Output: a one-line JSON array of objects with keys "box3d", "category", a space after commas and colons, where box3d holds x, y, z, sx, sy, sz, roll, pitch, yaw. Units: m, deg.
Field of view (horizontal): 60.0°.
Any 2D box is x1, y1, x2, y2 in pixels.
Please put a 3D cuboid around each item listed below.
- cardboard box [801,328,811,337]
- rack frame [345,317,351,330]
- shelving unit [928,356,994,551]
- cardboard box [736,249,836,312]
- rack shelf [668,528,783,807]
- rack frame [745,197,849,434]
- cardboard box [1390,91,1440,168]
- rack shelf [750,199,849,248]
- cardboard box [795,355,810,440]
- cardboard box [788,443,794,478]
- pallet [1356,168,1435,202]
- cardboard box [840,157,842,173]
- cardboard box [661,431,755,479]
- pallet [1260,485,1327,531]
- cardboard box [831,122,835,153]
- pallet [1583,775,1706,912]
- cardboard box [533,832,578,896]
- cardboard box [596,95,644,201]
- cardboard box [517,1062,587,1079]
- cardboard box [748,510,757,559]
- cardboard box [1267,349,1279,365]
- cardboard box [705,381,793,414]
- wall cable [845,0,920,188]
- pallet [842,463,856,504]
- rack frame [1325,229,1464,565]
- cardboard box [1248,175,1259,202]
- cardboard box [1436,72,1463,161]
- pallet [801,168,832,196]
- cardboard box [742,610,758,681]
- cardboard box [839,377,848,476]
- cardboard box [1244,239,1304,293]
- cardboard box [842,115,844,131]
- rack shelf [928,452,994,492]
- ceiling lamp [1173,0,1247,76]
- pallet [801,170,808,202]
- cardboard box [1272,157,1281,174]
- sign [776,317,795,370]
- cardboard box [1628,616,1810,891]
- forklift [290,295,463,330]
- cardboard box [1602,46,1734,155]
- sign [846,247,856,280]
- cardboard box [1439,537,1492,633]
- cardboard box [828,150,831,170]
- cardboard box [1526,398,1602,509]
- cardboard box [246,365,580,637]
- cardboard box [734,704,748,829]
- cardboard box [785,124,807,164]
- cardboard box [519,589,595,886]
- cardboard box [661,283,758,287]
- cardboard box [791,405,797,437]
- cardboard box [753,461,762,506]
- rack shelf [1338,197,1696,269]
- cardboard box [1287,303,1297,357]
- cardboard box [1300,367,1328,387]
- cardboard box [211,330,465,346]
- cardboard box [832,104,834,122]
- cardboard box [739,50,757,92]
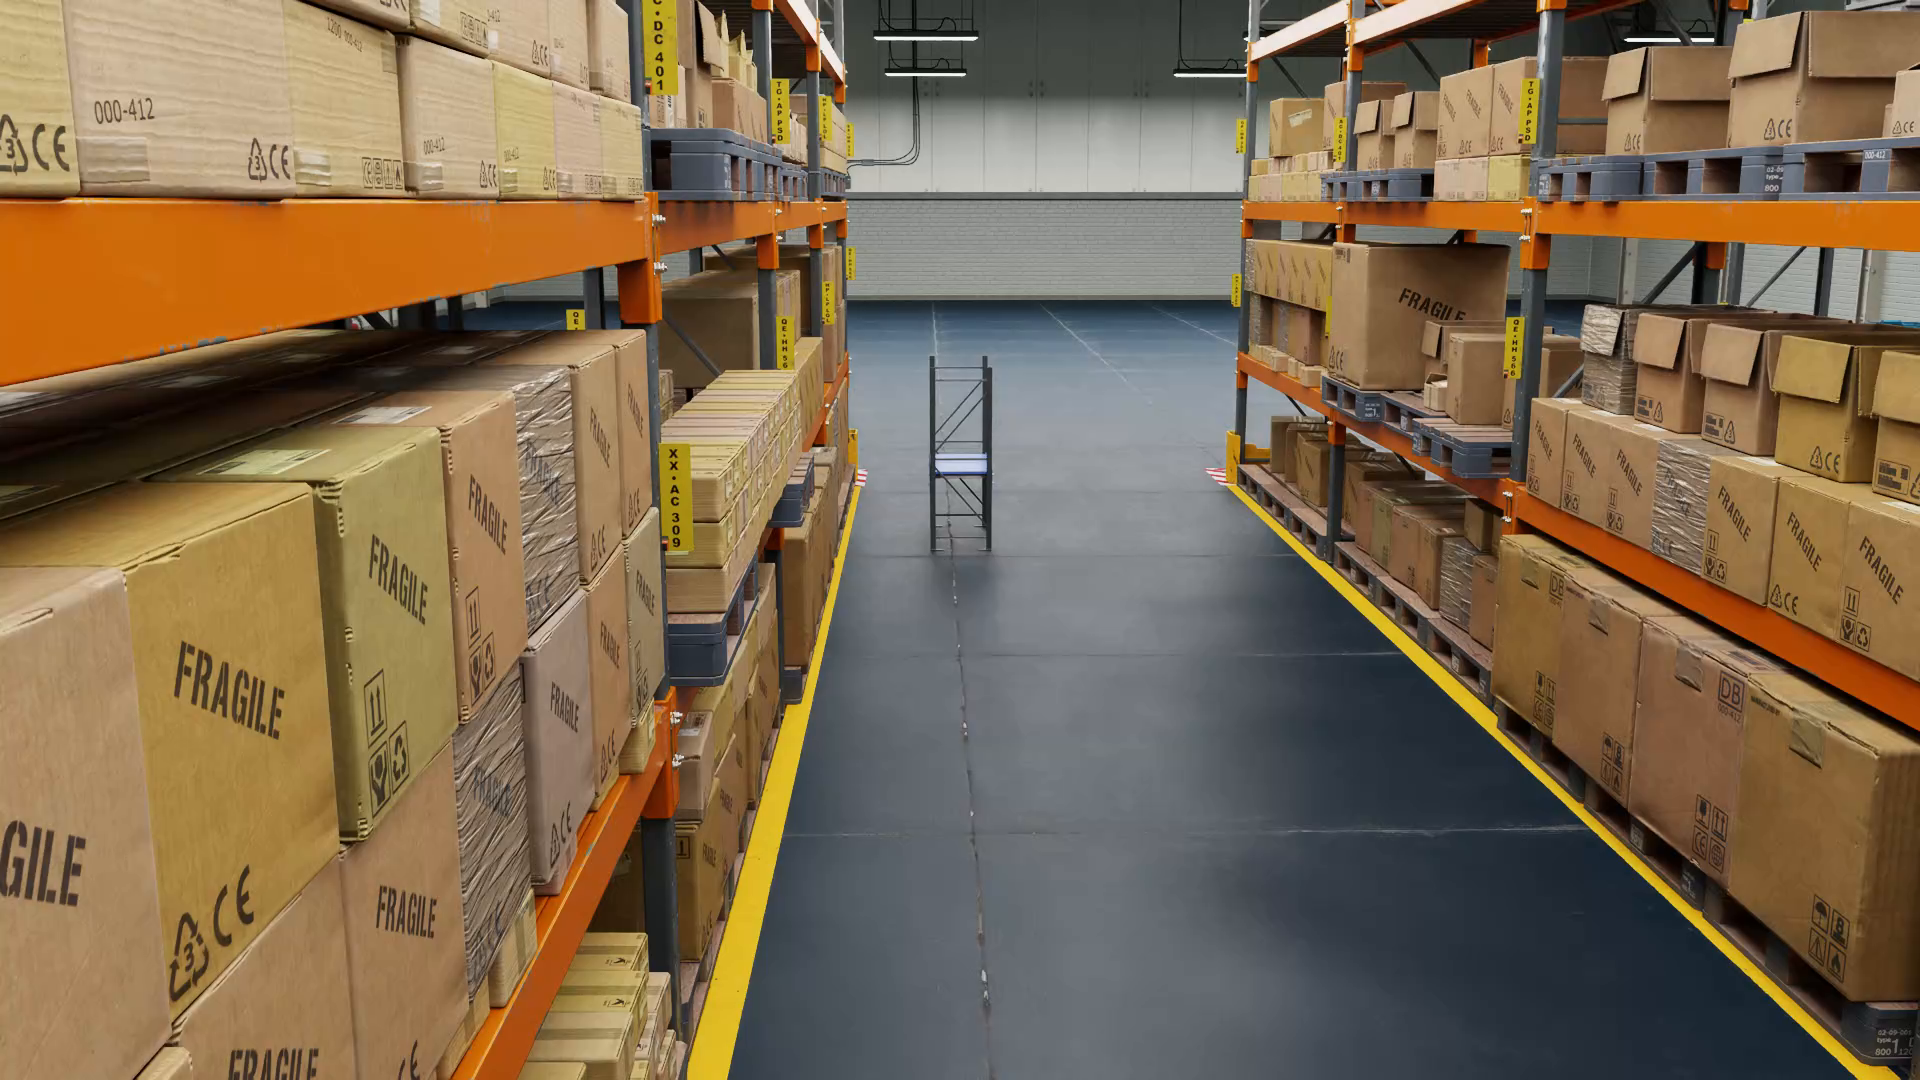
[{"box3d": [-1.578, -1.436, 13.217, 0.875, 0.550, 0.550, 0, 11, -1], "category": "cardboard box"}, {"box3d": [-6.588, -2.044, 16.590, 1.000, 3.000, 0.127, 0, 11, -1], "category": "rack frame"}, {"box3d": [-0.002, -0.752, 13.994, 0.538, 1.500, 1.048, 0, 11, -1], "category": "shelving unit"}, {"box3d": [-1.552, -2.288, 14.698, 0.875, 0.550, 0.500, 0, 11, -1], "category": "cardboard box"}, {"box3d": [-1.434, 0.256, 7.063, 1.077, 0.370, 4.000, 0, 11, -1], "category": "rack shelf"}, {"box3d": [-1.641, -2.085, 16.790, 1.000, 3.000, 0.127, 0, 11, -1], "category": "rack frame"}, {"box3d": [3.334, -2.735, 11.136, 0.797, 0.503, 0.637, 0, 11, 1], "category": "cardboard box"}, {"box3d": [-1.600, -2.804, 14.603, 1.077, 0.370, 4.000, 0, 11, -1], "category": "rack shelf"}, {"box3d": [-1.246, -0.934, 10.867, 0.500, 0.500, 0.500, 0, 11, -2], "category": "cardboard box"}, {"box3d": [-0.997, -0.380, 7.965, 0.380, 0.149, 0.250, 0, 11, 0], "category": "cardboard box"}, {"box3d": [3.333, -2.338, 10.969, 1.213, 0.211, 1.003, 0, 11, -1], "category": "pallet"}, {"box3d": [-1.274, -3.419, 15.148, 0.380, 0.149, 0.250, 0, 11, -2], "category": "cardboard box"}, {"box3d": [-0.959, -0.310, 6.120, 0.380, 0.149, 0.250, 0, 11, -2], "category": "cardboard box"}, {"box3d": [3.325, -0.300, 15.005, 1.003, 0.211, 1.213, 0, 11, -1], "category": "pallet"}, {"box3d": [-1.311, -3.385, 13.979, 0.500, 0.250, 0.500, 0, 11, -2], "category": "cardboard box"}, {"box3d": [3.449, 1.271, 7.263, 1.003, 0.211, 1.213, 0, 11, -1], "category": "pallet"}, {"box3d": [-1.077, 0.689, 3.750, 0.380, 0.149, 0.250, -1, 11, -4], "category": "cardboard box"}, {"box3d": [-1.113, -0.999, 4.273, 0.500, 0.250, 0.500, 0, 11, 0], "category": "cardboard box"}, {"box3d": [-1.141, 1.422, 4.122, 0.380, 0.149, 0.250, 0, 11, 1], "category": "cardboard box"}, {"box3d": [-0.958, -0.017, 6.173, 0.380, 0.149, 0.250, 0, 11, -1], "category": "cardboard box"}, {"box3d": [3.088, -1.705, 15.552, 0.380, 0.149, 0.250, 0, 11, -1], "category": "cardboard box"}, {"box3d": [-0.999, -0.671, 7.901, 0.380, 0.149, 0.250, 0, 11, 1], "category": "cardboard box"}, {"box3d": [-2.304, -13.078, 47.336, 2.305, 6.003, 0.169, 0, 11, -1], "category": "wall cable"}, {"box3d": [-1.546, -0.559, 16.285, 1.003, 0.211, 1.213, 0, 11, -1], "category": "pallet"}, {"box3d": [3.403, -1.290, 12.872, 1.000, 3.000, 0.127, 0, 11, -1], "category": "rack frame"}, {"box3d": [3.072, -3.385, 16.031, 0.500, 0.250, 0.500, 0, 11, 1], "category": "cardboard box"}, {"box3d": [3.209, -2.553, 10.045, 0.500, 0.500, 0.500, 0, 11, 0], "category": "cardboard box"}, {"box3d": [-1.565, -2.879, 13.383, 1.003, 0.211, 1.213, 0, 11, -1], "category": "pallet"}, {"box3d": [-1.183, 0.494, 7.426, 0.500, 0.250, 0.500, 0, 11, 0], "category": "cardboard box"}, {"box3d": [-1.561, -1.115, 16.296, 0.875, 0.875, 0.875, 0, 11, -1], "category": "cardboard box"}, {"box3d": [3.059, -2.659, 16.108, 0.500, 0.500, 0.500, 0, 11, -1], "category": "cardboard box"}, {"box3d": [-1.286, -3.911, 15.566, 0.380, 0.149, 0.250, 0, 11, 0], "category": "cardboard box"}, {"box3d": [-0.002, -0.576, 14.029, 0.538, 0.185, 1.000, 0, 11, -1], "category": "rack shelf"}, {"box3d": [6.218, -12.956, 40.606, 2.000, 3.185, 0.800, 0, 11, -1], "category": "ceiling lamp"}, {"box3d": [-1.490, -2.484, 11.694, 0.805, 0.209, 1.217, -1, 11, -3], "category": "pallet"}, {"box3d": [3.067, -3.417, 15.186, 0.380, 0.149, 0.250, 0, 11, -1], "category": "cardboard box"}, {"box3d": [-0.933, -1.027, 8.864, 0.100, 0.325, 0.005, 0, 11, -1], "category": "sign"}, {"box3d": [3.515, 0.831, 6.705, 1.225, 0.875, 0.875, -1, 11, -3], "category": "cardboard box"}, {"box3d": [-3.597, -0.768, 10.471, 1.130, 2.935, 3.031, -1, 11, -4], "category": "forklift"}, {"box3d": [3.570, -2.100, 8.006, 0.797, 0.503, 0.637, 0, 11, 2], "category": "cardboard box"}, {"box3d": [-1.098, -2.768, 16.648, 0.100, 0.325, 0.005, 0, 11, -1], "category": "sign"}, {"box3d": [3.427, 0.272, 10.357, 0.700, 0.500, 0.500, -1, 12, -6], "category": "cardboard box"}, {"box3d": [-1.237, -3.066, 13.407, 0.380, 0.149, 0.250, 0, 11, -1], "category": "cardboard box"}, {"box3d": [3.223, -0.446, 8.461, 0.500, 0.500, 0.500, 0, 11, 1], "category": "cardboard box"}, {"box3d": [-1.100, -0.087, 3.430, 0.500, 0.500, 0.500, 0, 11, 0], "category": "cardboard box"}, {"box3d": [-1.180, 0.963, 6.999, 0.500, 0.500, 0.500, 0, 11, 0], "category": "cardboard box"}, {"box3d": [-1.313, -2.696, 11.330, 0.500, 0.250, 0.500, 0, 11, -2], "category": "cardboard box"}, {"box3d": [-1.082, 0.403, 3.528, 0.500, 0.500, 0.500, 0, 11, -1], "category": "cardboard box"}, {"box3d": [-1.500, -1.325, 10.280, 0.700, 0.500, 0.500, 0, 11, -2], "category": "cardboard box"}, {"box3d": [-1.003, -0.573, 8.168, 0.380, 0.149, 0.250, 0, 11, 1], "category": "cardboard box"}, {"box3d": [-0.968, -0.216, 6.406, 0.380, 0.149, 0.250, 0, 11, 1], "category": "cardboard box"}, {"box3d": [3.444, -2.010, 10.685, 1.077, 0.370, 4.000, 0, 11, -1], "category": "rack shelf"}, {"box3d": [3.400, -1.872, 14.744, 0.875, 0.500, 0.500, 0, 11, -1], "category": "cardboard box"}, {"box3d": [3.047, -1.357, 13.836, 0.380, 0.149, 0.250, 0, 11, -1], "category": "cardboard box"}, {"box3d": [-1.627, -0.293, 4.446, 0.500, 0.500, 0.500, 0, 11, 0], "category": "cardboard box"}, {"box3d": [-1.249, -3.558, 13.829, 0.380, 0.149, 0.250, 0, 11, -1], "category": "cardboard box"}, {"box3d": [-1.208, -2.309, 8.176, 0.396, 0.266, 0.258, 0, 11, -1], "category": "cardboard box"}]
